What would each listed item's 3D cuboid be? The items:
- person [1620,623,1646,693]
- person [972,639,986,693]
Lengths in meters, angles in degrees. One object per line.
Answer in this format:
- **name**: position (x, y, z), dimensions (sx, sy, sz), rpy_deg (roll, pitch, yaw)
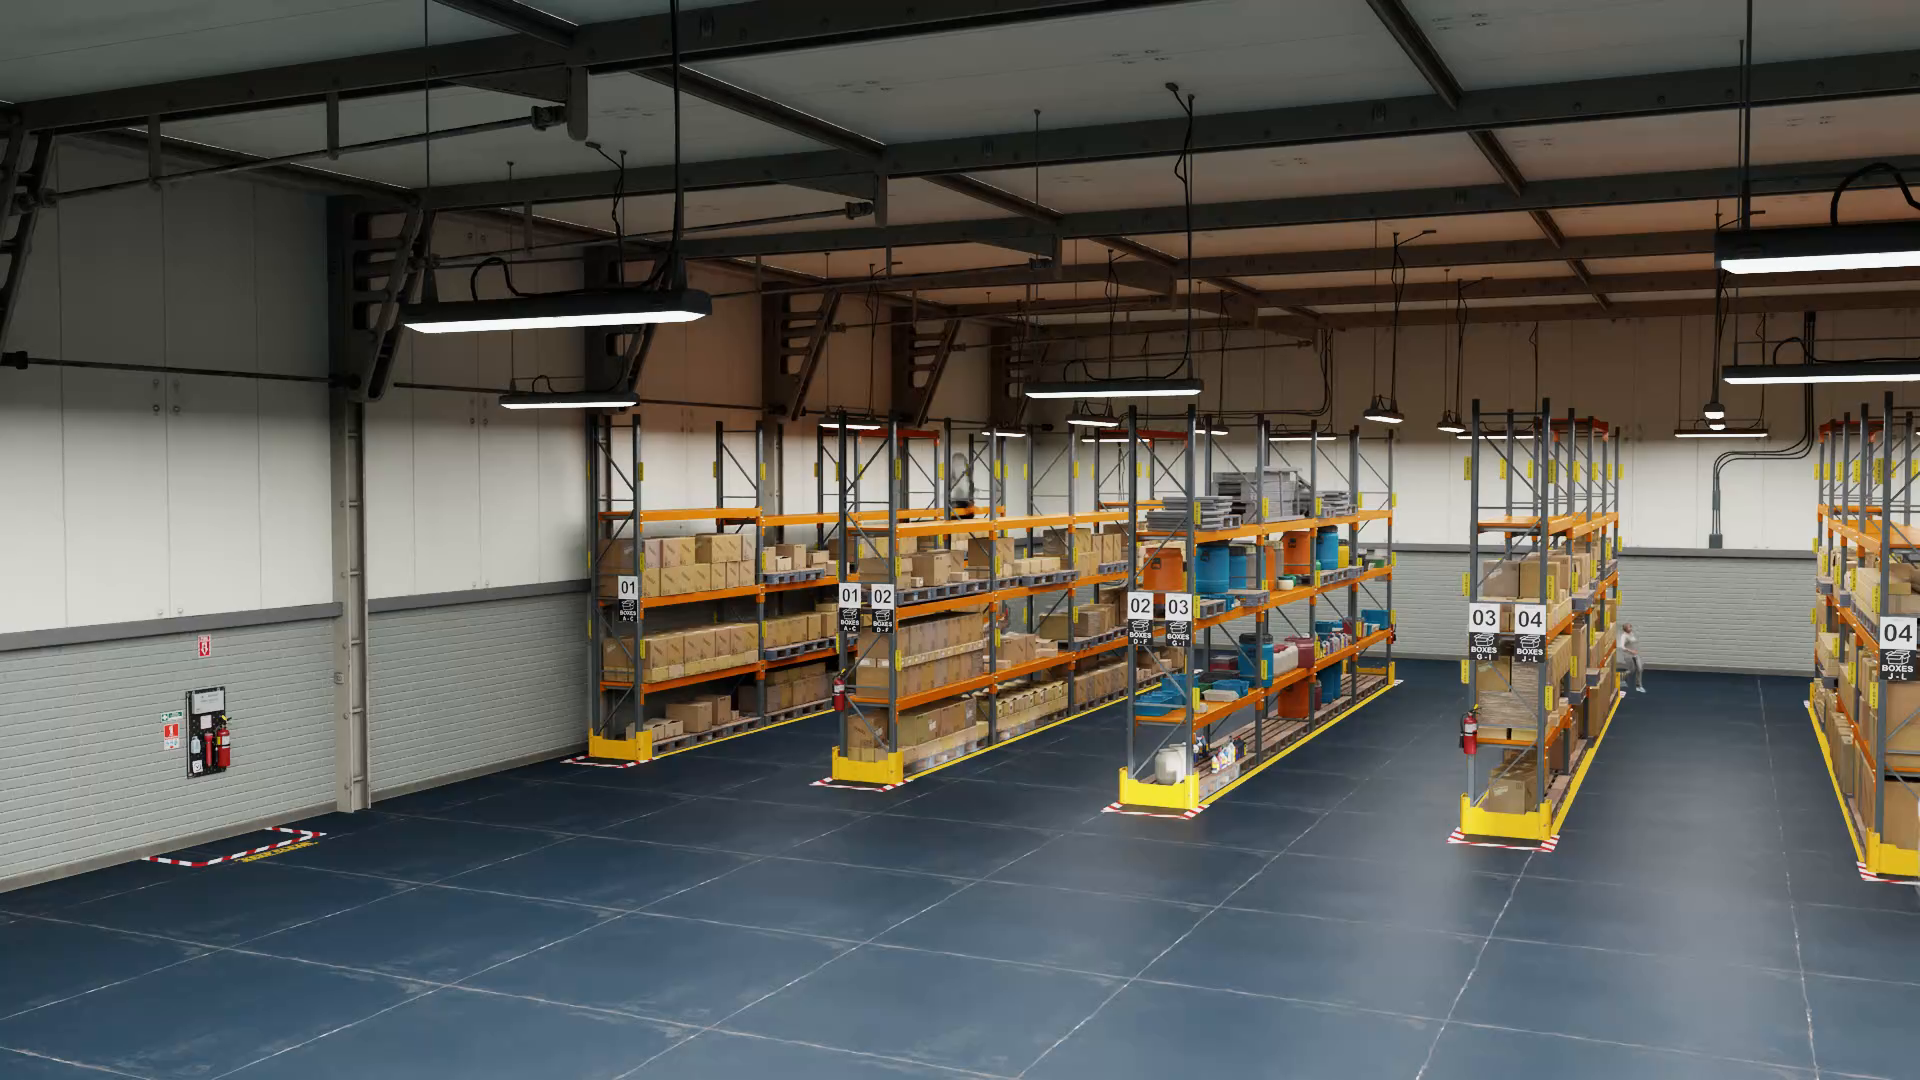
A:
- **person**: position (15.249, 2.670, 37.855), dimensions (0.577, 1.583, 0.730), rpy_deg (-1, 3, -32)
- **person**: position (0.375, 2.677, 35.207), dimensions (0.689, 1.729, 0.584), rpy_deg (1, 3, 27)
